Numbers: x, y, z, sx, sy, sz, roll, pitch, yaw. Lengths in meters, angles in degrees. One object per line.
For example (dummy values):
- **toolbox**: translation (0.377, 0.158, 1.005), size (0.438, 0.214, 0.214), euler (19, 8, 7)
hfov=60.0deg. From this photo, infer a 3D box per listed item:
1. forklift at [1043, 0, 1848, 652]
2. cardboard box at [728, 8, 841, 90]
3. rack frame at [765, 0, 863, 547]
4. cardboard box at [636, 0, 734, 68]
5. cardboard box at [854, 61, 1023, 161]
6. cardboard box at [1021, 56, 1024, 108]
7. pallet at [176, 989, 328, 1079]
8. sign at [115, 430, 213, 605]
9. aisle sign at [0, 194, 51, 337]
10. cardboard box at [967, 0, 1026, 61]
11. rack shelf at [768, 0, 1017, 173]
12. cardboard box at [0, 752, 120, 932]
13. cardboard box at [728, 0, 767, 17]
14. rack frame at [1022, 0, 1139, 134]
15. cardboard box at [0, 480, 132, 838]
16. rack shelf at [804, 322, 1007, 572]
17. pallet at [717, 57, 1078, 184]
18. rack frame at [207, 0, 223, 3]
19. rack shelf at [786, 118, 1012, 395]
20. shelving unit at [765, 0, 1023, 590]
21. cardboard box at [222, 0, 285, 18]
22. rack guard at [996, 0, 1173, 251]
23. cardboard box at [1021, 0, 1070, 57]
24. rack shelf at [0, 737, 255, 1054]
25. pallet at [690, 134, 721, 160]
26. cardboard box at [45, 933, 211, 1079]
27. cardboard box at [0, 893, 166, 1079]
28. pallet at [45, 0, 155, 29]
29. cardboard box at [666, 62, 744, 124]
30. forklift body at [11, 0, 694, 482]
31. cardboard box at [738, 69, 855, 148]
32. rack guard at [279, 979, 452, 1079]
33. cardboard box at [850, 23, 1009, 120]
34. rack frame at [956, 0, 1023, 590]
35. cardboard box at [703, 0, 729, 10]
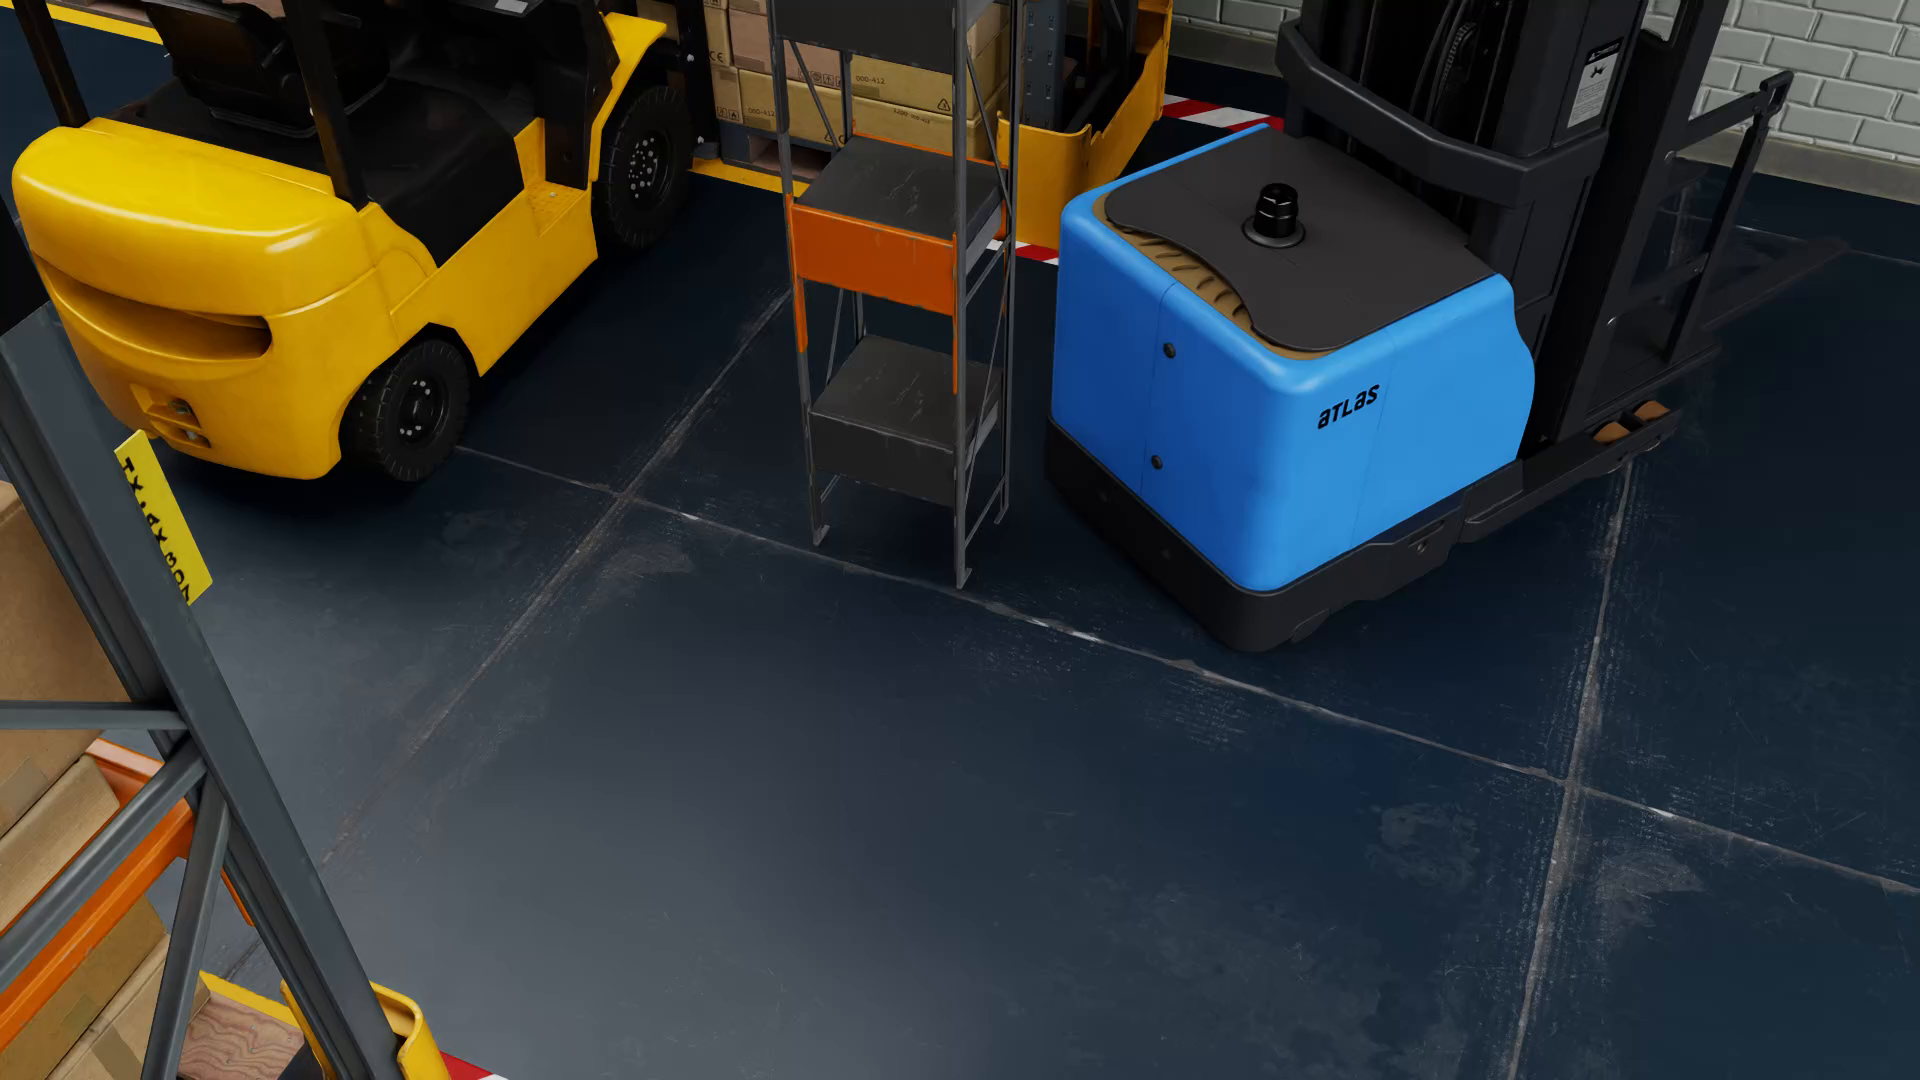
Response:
- **forklift**: translation (1.774, -1.542, 4.722), size (3.031, 2.935, 1.130), euler (-26, 50, -24)
- **cardboard box**: translation (-0.551, -2.011, 6.442), size (0.500, 0.250, 0.500), euler (16, 47, 15)
- **rack frame**: translation (-0.378, -0.856, 4.621), size (0.015, 2.100, 0.400), euler (16, 47, 16)
- **cardboard box**: translation (-1.036, -2.138, 6.569), size (0.500, 0.250, 0.500), euler (15, 47, 15)
- **cardboard box**: translation (-0.078, -1.684, 6.467), size (0.500, 0.250, 0.500), euler (17, 47, 16)
- **cardboard box**: translation (0.099, -2.023, 6.808), size (0.500, 0.250, 0.500), euler (17, 47, 16)
- **pallet**: translation (-2.237, 1.369, 3.725), size (1.213, 0.211, 1.003), euler (16, 47, 16)
- **sign**: translation (-1.222, -0.016, 2.525), size (0.005, 0.325, 0.100), euler (16, 47, 16)
- **aisle sign**: translation (-1.254, -0.462, 1.745), size (0.004, 0.787, 0.394), euler (16, 47, 16)
- **cardboard box**: translation (-0.068, -2.038, 6.115), size (0.500, 0.250, 0.500), euler (18, 48, 17)
- **rack shelf**: translation (-0.153, -1.276, 4.070), size (0.480, 0.518, 0.431), euler (16, 47, 16)
- **cardboard box**: translation (-1.664, 0.506, 2.793), size (0.250, 0.149, 0.380), euler (17, 47, 16)
- **cardboard box**: translation (-0.541, -2.173, 6.250), size (0.500, 0.250, 0.500), euler (17, 47, 17)
- **rack frame**: translation (0.477, -2.588, 5.724), size (0.127, 3.000, 1.000), euler (16, 47, 16)
- **cardboard box**: translation (-1.761, 0.194, 2.646), size (0.500, 0.500, 0.500), euler (16, 47, 15)
- **rack shelf**: translation (-0.153, -0.283, 5.058), size (0.480, 0.518, 0.431), euler (16, 47, 16)
- **pallet**: translation (-0.245, -1.780, 6.889), size (1.213, 0.211, 1.003), euler (16, 47, 16)
- **rack frame**: translation (-3.214, -3.674, 6.816), size (0.127, 3.000, 1.000), euler (16, 47, 16)
- **rack shelf**: translation (-0.153, -0.780, 4.564), size (0.480, 0.518, 0.431), euler (16, 47, 16)
- **shelving unit**: translation (-0.153, -0.789, 4.555), size (0.503, 2.100, 0.431), euler (16, 47, 16)
- **cardboard box**: translation (-2.895, -2.501, 7.289), size (0.500, 0.250, 0.500), euler (17, 47, 16)
- **rack guard**: translation (0.499, -1.695, 6.599), size (0.348, 0.500, 1.175), euler (16, 47, 16)
- **cardboard box**: translation (0.123, -2.202, 6.634), size (0.500, 0.250, 0.500), euler (17, 47, 17)
- **rack shelf**: translation (-3.276, 0.356, 3.275), size (4.000, 0.370, 1.077), euler (16, 47, 16)
- **pallet**: translation (-1.367, -2.112, 7.223), size (1.213, 0.211, 1.003), euler (16, 47, 16)
- **cardboard box**: translation (-2.068, 1.071, 3.699), size (0.500, 0.250, 0.500), euler (16, 47, 16)
- **cardboard box**: translation (-2.091, 0.799, 3.440), size (0.500, 0.500, 0.500), euler (15, 47, 15)
- **pallet**: translation (-3.909, -2.860, 7.975), size (1.213, 0.211, 1.003), euler (16, 47, 16)
- **cardboard box**: translation (-0.992, -1.967, 6.752), size (0.500, 0.250, 0.500), euler (17, 47, 16)
- **forklift body**: translation (-1.975, -1.614, 5.348), size (1.214, 2.155, 2.313), euler (16, 47, 16)
- **cardboard box**: translation (-0.533, -1.825, 6.609), size (0.500, 0.250, 0.500), euler (16, 47, 16)
- **rack guard**: translation (-1.500, 1.510, 3.378), size (0.348, 0.500, 1.175), euler (16, 47, 16)
- **cardboard box**: translation (-0.092, -1.868, 6.298), size (0.500, 0.250, 0.500), euler (16, 47, 15)
- **rack frame**: translation (0.072, -0.723, 4.488), size (0.015, 2.100, 0.400), euler (16, 47, 16)
- **cardboard box**: translation (-1.011, -2.304, 6.382), size (0.500, 0.250, 0.500), euler (17, 47, 16)
